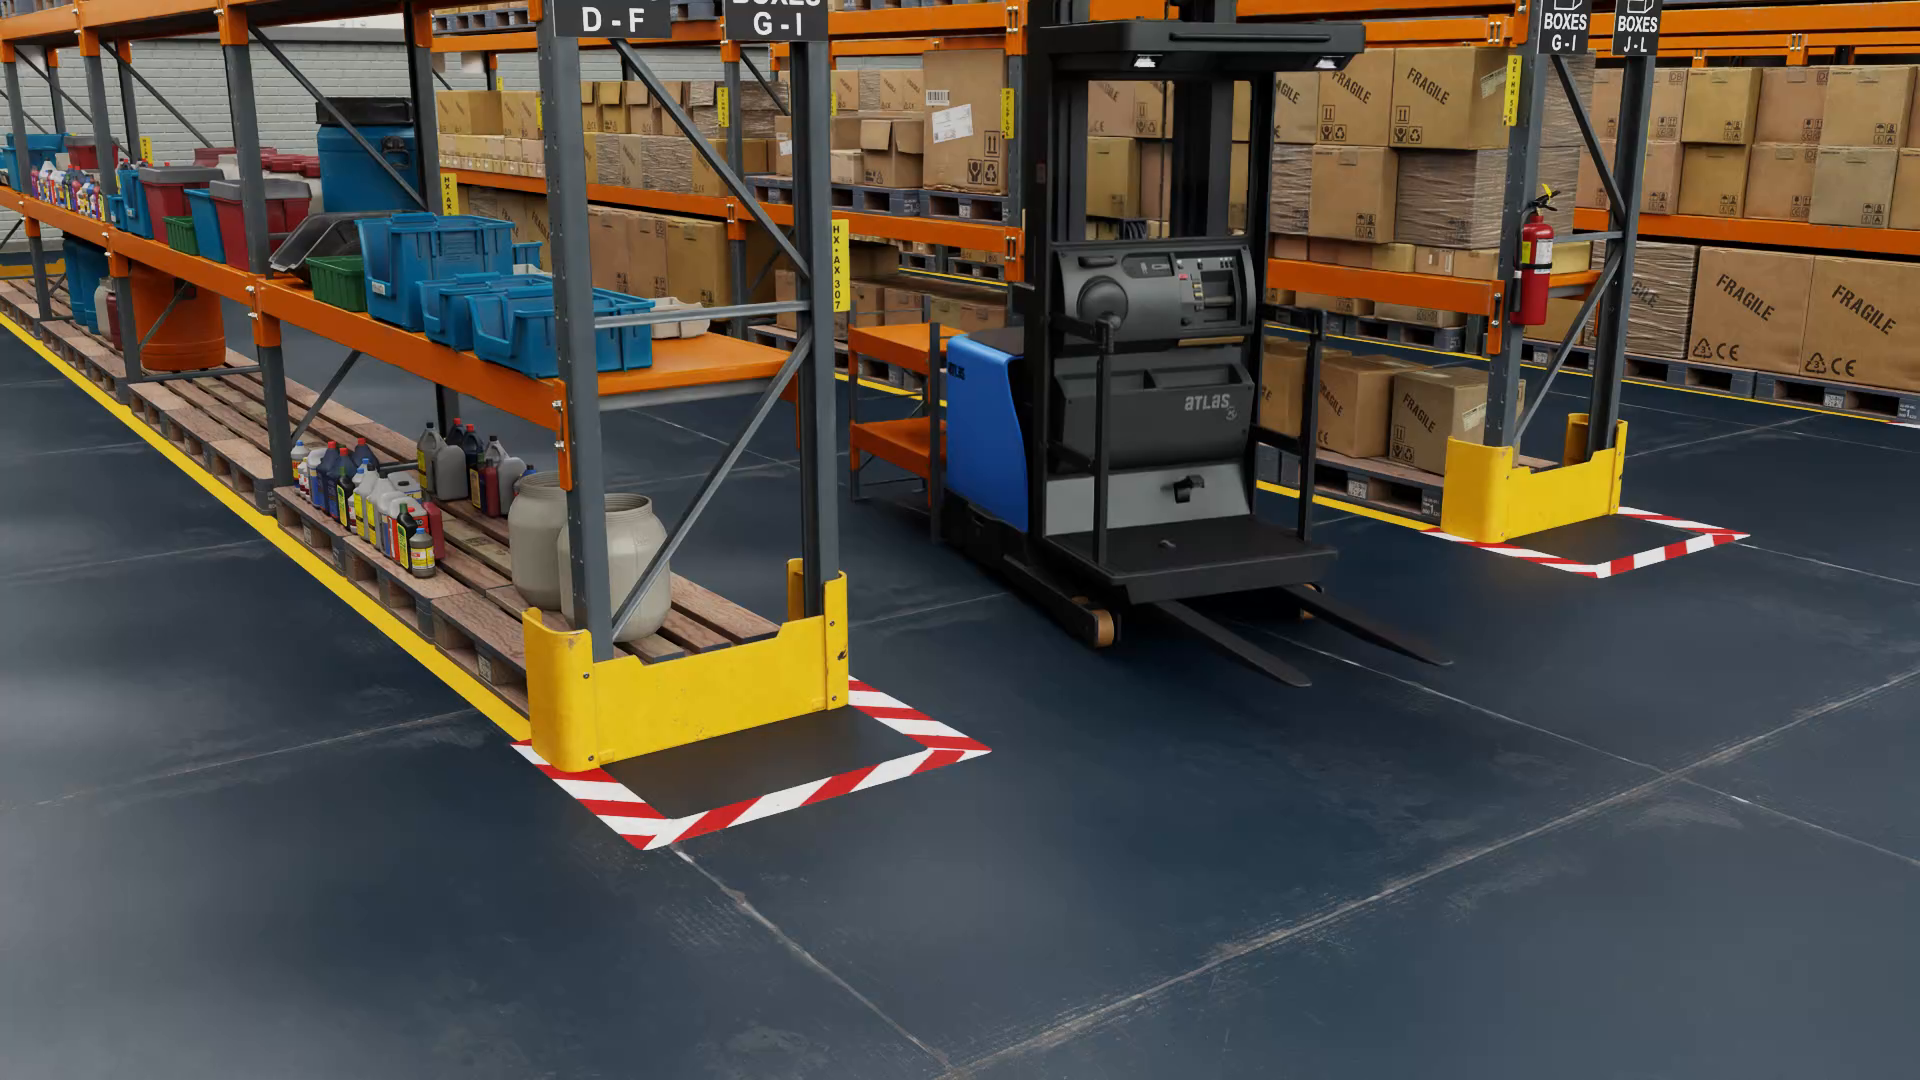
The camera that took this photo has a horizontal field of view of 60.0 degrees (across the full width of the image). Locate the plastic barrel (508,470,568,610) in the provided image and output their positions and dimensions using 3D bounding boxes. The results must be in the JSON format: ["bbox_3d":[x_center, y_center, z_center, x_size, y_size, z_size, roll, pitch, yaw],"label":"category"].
[{"bbox_3d":[-1.631,-0.003,6.821,0.421,0.512,0.421,0,15,0],"label":"plastic barrel"}]

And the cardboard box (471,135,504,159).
[{"bbox_3d":[-5.311,-4.548,19.232,0.500,0.250,0.500,-11,19,-36],"label":"cardboard box"}]

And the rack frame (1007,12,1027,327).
[{"bbox_3d":[0.767,-2.387,11.617,1.000,3.000,0.127,-11,19,-35],"label":"rack frame"}]

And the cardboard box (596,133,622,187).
[{"bbox_3d":[-3.279,-3.793,16.562,0.500,0.500,0.500,-11,19,-36],"label":"cardboard box"}]

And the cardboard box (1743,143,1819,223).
[{"bbox_3d":[6.366,-2.679,12.399,0.875,0.550,0.550,-11,19,-35],"label":"cardboard box"}]

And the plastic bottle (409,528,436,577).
[{"bbox_3d":[-2.322,0.049,7.183,0.097,0.201,0.097,0,15,0],"label":"plastic bottle"}]

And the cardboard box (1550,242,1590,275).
[{"bbox_3d":[3.144,-1.510,8.887,0.380,0.149,0.250,-11,19,-35],"label":"cardboard box"}]

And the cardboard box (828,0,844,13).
[{"bbox_3d":[-0.903,-4.258,13.054,0.500,0.250,0.500,-10,18,-33],"label":"cardboard box"}]

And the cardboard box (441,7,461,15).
[{"bbox_3d":[-5.707,-6.454,19.619,0.700,0.500,0.500,-12,19,-37],"label":"cardboard box"}]

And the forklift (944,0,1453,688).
[{"bbox_3d":[0.936,-1.087,6.994,1.130,2.935,3.031,-6,16,-21],"label":"forklift"}]

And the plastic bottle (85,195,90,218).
[{"bbox_3d":[-6.535,-2.536,12.537,0.097,0.201,0.097,0,15,0],"label":"plastic bottle"}]

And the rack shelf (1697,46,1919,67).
[{"bbox_3d":[11.620,-6.224,21.314,1.077,0.370,4.000,-11,19,-35],"label":"rack shelf"}]

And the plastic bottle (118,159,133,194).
[{"bbox_3d":[-7.146,-3.096,14.298,0.144,0.351,0.185,-11,19,-35],"label":"plastic bottle"}]

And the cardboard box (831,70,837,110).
[{"bbox_3d":[-1.579,-6.014,22.219,0.500,0.500,0.500,-11,19,-36],"label":"cardboard box"}]

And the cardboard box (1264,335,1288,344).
[{"bbox_3d":[1.741,-1.051,10.674,0.500,0.500,0.500,-13,20,-39],"label":"cardboard box"}]

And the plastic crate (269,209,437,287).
[{"bbox_3d":[-3.035,-1.457,8.335,0.767,0.338,0.504,-11,19,-35],"label":"plastic crate"}]

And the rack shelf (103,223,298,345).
[{"bbox_3d":[-4.416,-1.699,10.463,1.077,0.370,4.000,-11,19,-35],"label":"rack shelf"}]

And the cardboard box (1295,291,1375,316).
[{"bbox_3d":[3.836,-2.578,15.780,1.050,0.750,0.750,-11,19,-35],"label":"cardboard box"}]

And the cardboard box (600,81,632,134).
[{"bbox_3d":[-3.161,-4.344,16.677,0.797,0.503,0.637,-11,19,-34],"label":"cardboard box"}]

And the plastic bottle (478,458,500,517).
[{"bbox_3d":[-2.319,-0.266,8.178,0.061,0.283,0.133,-11,19,-35],"label":"plastic bottle"}]

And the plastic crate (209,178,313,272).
[{"bbox_3d":[-3.772,-1.705,9.004,0.402,0.464,0.583,-11,19,-35],"label":"plastic crate"}]

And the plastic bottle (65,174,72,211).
[{"bbox_3d":[-7.034,-2.749,13.158,0.061,0.283,0.133,-11,19,-35],"label":"plastic bottle"}]

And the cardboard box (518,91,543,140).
[{"bbox_3d":[-4.424,-4.585,17.947,0.500,0.500,0.500,-10,18,-33],"label":"cardboard box"}]

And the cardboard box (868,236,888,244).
[{"bbox_3d":[-0.980,-3.923,21.833,0.380,0.149,0.250,-11,19,-35],"label":"cardboard box"}]

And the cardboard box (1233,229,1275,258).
[{"bbox_3d":[1.817,-1.745,9.745,0.380,0.149,0.250,-11,19,-35],"label":"cardboard box"}]

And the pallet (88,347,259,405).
[{"bbox_3d":[-6.089,-1.290,12.888,1.003,0.211,1.213,-11,19,-35],"label":"pallet"}]

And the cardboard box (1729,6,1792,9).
[{"bbox_3d":[8.322,-5.605,17.179,0.500,0.250,0.500,-11,19,-36],"label":"cardboard box"}]

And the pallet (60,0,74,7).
[{"bbox_3d":[-5.962,-4.007,12.210,1.003,0.211,1.213,-11,19,-35],"label":"pallet"}]

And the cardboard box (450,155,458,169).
[{"bbox_3d":[-5.890,-4.537,19.946,0.380,0.149,0.250,-11,19,-35],"label":"cardboard box"}]

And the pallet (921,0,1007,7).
[{"bbox_3d":[0.490,-3.892,11.788,1.213,0.211,1.003,-11,19,-35],"label":"pallet"}]

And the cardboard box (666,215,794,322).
[{"bbox_3d":[-1.974,-2.570,15.513,1.225,0.875,0.875,-12,19,-37],"label":"cardboard box"}]

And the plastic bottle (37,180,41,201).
[{"bbox_3d":[-7.912,-3.036,14.364,0.097,0.201,0.097,0,15,0],"label":"plastic bottle"}]

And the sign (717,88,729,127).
[{"bbox_3d":[-2.032,-3.713,14.267,0.100,0.325,0.005,-11,19,-35],"label":"sign"}]

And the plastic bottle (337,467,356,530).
[{"bbox_3d":[-2.926,-0.202,7.944,0.061,0.283,0.133,-10,18,-32],"label":"plastic bottle"}]

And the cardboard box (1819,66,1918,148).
[{"bbox_3d":[6.605,-3.063,11.756,0.875,0.550,0.550,-11,19,-35],"label":"cardboard box"}]

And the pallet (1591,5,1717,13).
[{"bbox_3d":[5.311,-4.363,13.322,1.003,0.211,1.213,-11,19,-35],"label":"pallet"}]

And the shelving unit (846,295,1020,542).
[{"bbox_3d":[-0.158,-0.685,8.947,0.538,1.125,1.048,-8,17,-26],"label":"shelving unit"}]

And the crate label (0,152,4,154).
[{"bbox_3d":[-10.416,-4.025,17.805,0.416,0.233,0.303,-11,19,-35],"label":"crate label"}]

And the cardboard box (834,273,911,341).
[{"bbox_3d":[-0.839,-1.992,14.073,0.700,0.500,0.500,-13,20,-39],"label":"cardboard box"}]

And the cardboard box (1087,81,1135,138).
[{"bbox_3d":[1.121,-2.819,10.548,0.500,0.500,0.500,-11,19,-35],"label":"cardboard box"}]

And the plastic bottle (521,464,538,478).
[{"bbox_3d":[-2.081,-0.234,8.084,0.097,0.271,0.097,0,15,0],"label":"plastic bottle"}]

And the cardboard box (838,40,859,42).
[{"bbox_3d":[-1.246,-6.604,21.625,0.500,0.250,0.500,-11,19,-35],"label":"cardboard box"}]

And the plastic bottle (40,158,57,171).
[{"bbox_3d":[-7.975,-3.169,14.566,0.144,0.351,0.185,-11,19,-35],"label":"plastic bottle"}]

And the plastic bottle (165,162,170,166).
[{"bbox_3d":[-6.491,-2.922,13.665,0.144,0.351,0.185,-11,19,-35],"label":"plastic bottle"}]

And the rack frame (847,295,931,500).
[{"bbox_3d":[-0.393,-0.804,9.381,0.500,1.125,0.032,-8,17,-26],"label":"rack frame"}]

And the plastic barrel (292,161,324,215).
[{"bbox_3d":[-3.625,-1.922,9.661,0.433,0.535,0.433,0,15,0],"label":"plastic barrel"}]

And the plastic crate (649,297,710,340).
[{"bbox_3d":[-1.154,-0.878,6.603,0.298,0.136,0.250,-11,19,-35],"label":"plastic crate"}]

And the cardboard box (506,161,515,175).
[{"bbox_3d":[-4.835,-4.153,18.545,0.380,0.149,0.250,-10,18,-34],"label":"cardboard box"}]

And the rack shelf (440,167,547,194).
[{"bbox_3d":[-5.113,-4.176,19.514,1.077,0.370,4.000,-11,19,-35],"label":"rack shelf"}]

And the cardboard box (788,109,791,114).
[{"bbox_3d":[-2.177,-5.751,23.154,0.500,0.500,0.500,-10,18,-32],"label":"cardboard box"}]

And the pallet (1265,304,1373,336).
[{"bbox_3d":[3.602,-2.205,16.231,1.003,0.211,1.213,-11,19,-35],"label":"pallet"}]

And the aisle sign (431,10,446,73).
[{"bbox_3d":[-6.574,-6.173,20.522,0.394,0.787,0.004,-11,19,-35],"label":"aisle sign"}]

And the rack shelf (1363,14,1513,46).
[{"bbox_3d":[3.662,-4.663,15.610,1.077,0.370,4.000,-11,19,-35],"label":"rack shelf"}]

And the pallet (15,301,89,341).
[{"bbox_3d":[-8.407,-2.133,15.969,1.003,0.211,1.213,-11,19,-35],"label":"pallet"}]

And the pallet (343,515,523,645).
[{"bbox_3d":[-2.157,0.137,7.676,1.003,0.211,1.213,-11,19,-35],"label":"pallet"}]
